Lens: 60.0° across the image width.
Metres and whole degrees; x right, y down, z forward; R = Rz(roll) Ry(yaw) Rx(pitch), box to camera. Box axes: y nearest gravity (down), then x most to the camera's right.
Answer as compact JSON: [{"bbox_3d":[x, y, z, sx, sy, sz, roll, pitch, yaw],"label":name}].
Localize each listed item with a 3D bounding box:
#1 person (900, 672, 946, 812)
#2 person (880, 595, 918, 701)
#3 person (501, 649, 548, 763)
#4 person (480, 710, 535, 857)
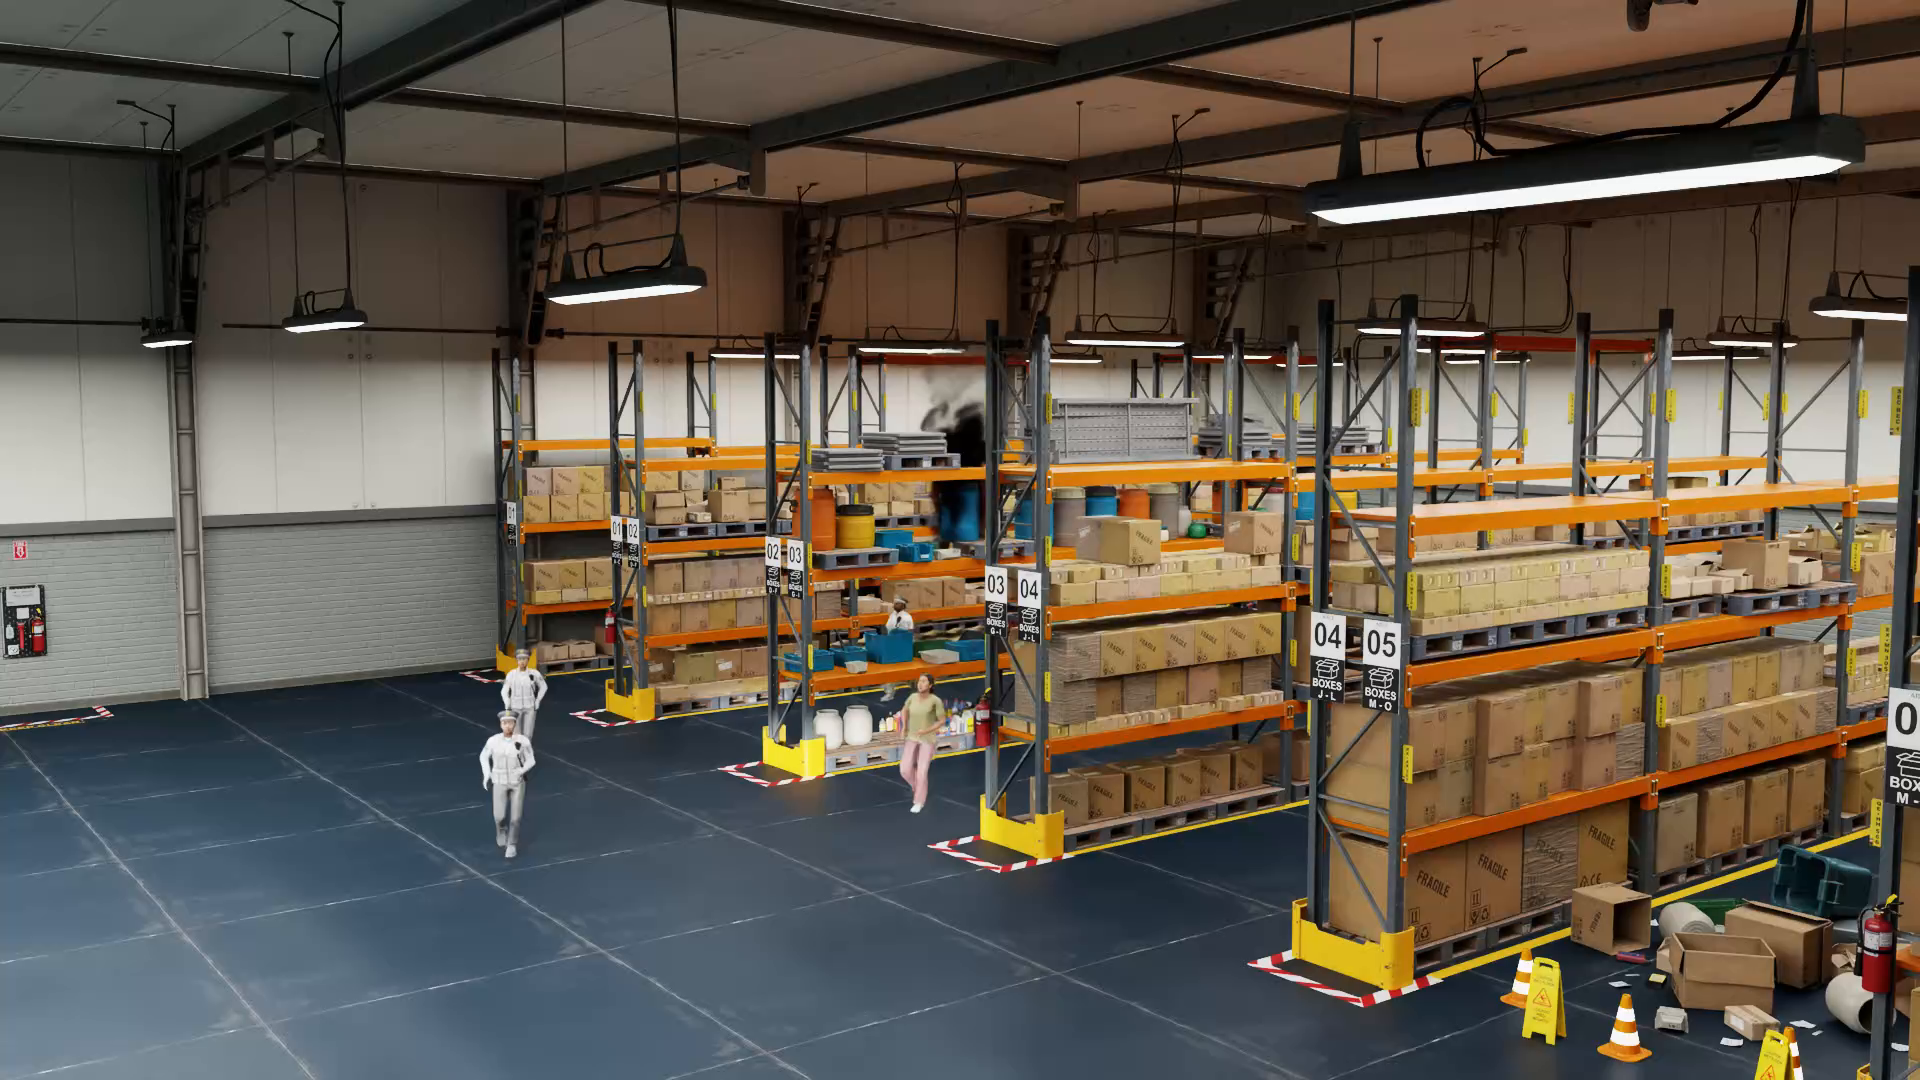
[{"bbox_3d":[-0.467,2.366,19.436,0.592,1.637,0.497,2,5,20],"label":"person"},{"bbox_3d":[-0.986,1.711,26.553,0.588,1.690,0.770,5,7,42],"label":"person"},{"bbox_3d":[-6.034,2.332,23.058,0.625,1.664,0.676,-1,5,-10],"label":"person"},{"bbox_3d":[-5.033,2.716,18.510,0.605,1.659,0.535,-1,5,-13],"label":"person"}]
